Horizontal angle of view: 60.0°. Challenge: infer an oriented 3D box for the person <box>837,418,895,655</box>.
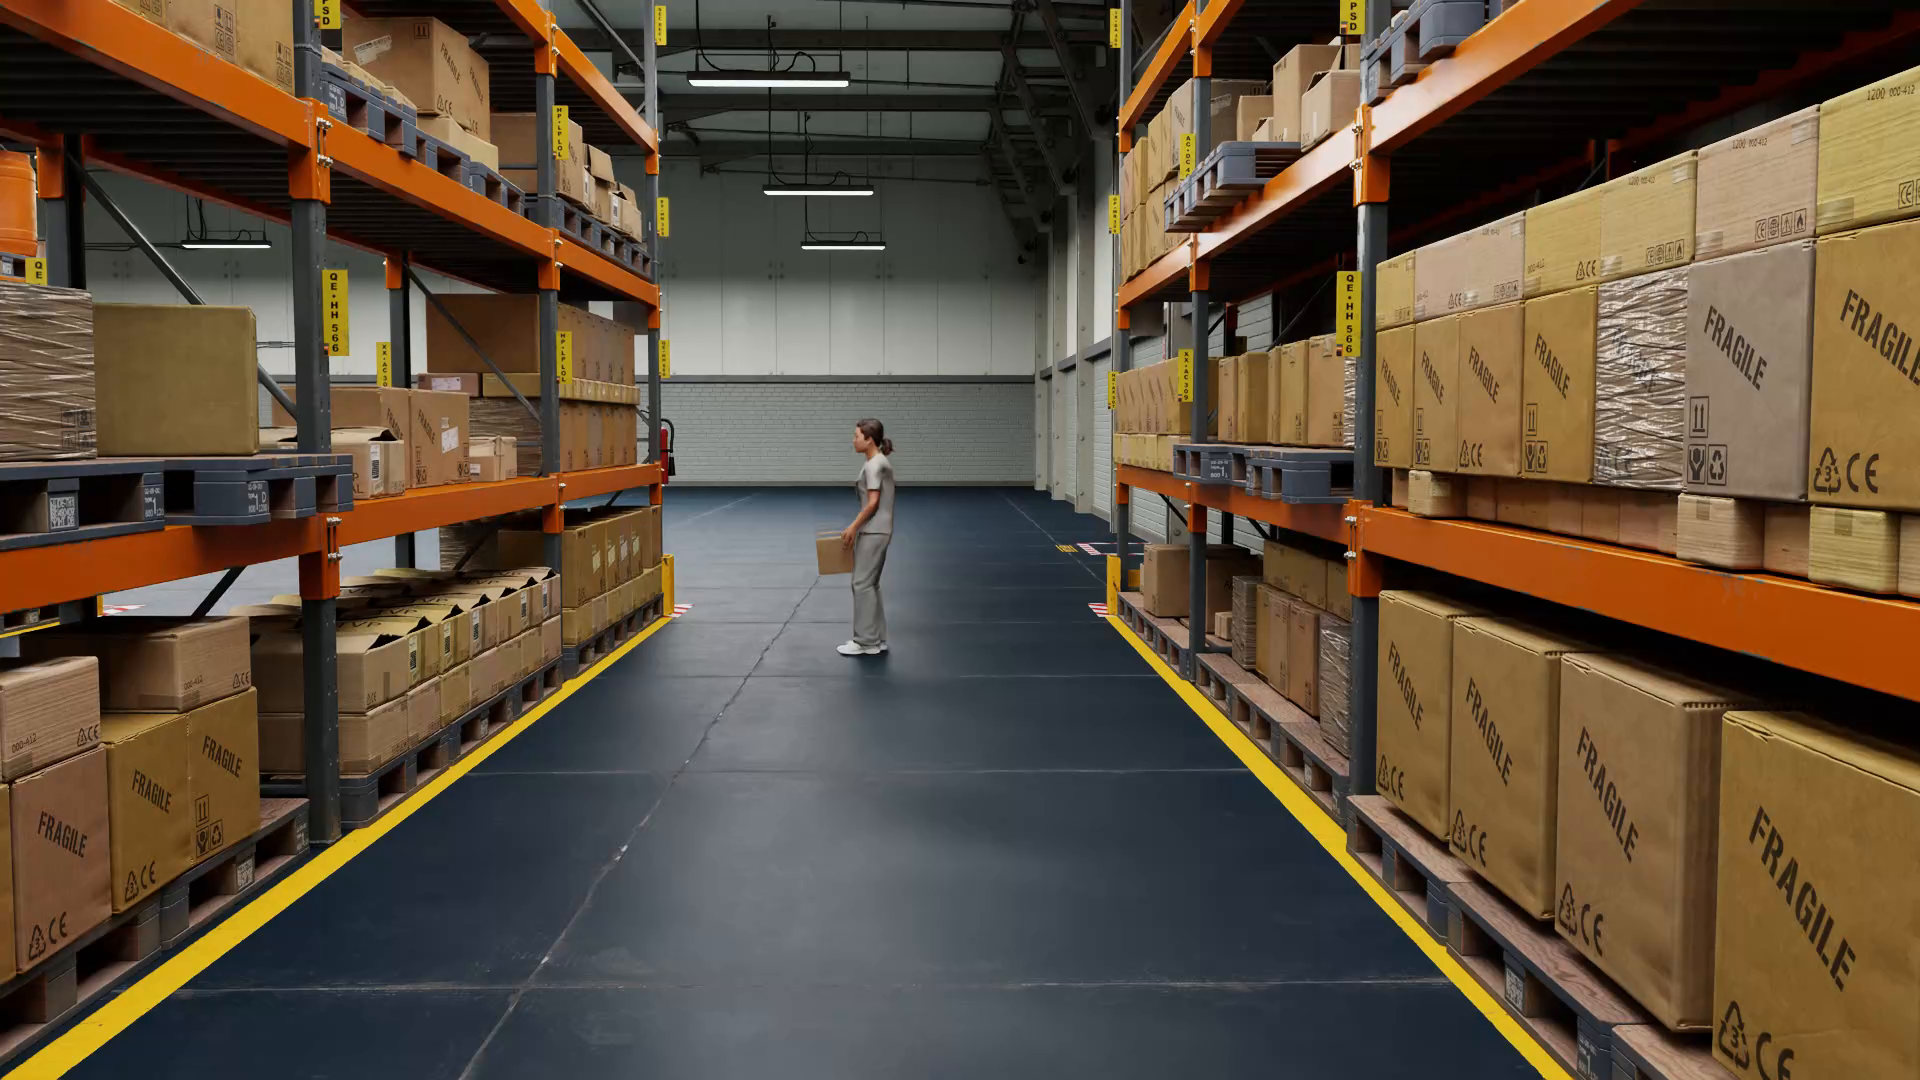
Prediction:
[{"bbox_3d":[-0.670,-0.029,11.858,0.420,1.676,0.467,0,4,-3],"label":"person"}]
